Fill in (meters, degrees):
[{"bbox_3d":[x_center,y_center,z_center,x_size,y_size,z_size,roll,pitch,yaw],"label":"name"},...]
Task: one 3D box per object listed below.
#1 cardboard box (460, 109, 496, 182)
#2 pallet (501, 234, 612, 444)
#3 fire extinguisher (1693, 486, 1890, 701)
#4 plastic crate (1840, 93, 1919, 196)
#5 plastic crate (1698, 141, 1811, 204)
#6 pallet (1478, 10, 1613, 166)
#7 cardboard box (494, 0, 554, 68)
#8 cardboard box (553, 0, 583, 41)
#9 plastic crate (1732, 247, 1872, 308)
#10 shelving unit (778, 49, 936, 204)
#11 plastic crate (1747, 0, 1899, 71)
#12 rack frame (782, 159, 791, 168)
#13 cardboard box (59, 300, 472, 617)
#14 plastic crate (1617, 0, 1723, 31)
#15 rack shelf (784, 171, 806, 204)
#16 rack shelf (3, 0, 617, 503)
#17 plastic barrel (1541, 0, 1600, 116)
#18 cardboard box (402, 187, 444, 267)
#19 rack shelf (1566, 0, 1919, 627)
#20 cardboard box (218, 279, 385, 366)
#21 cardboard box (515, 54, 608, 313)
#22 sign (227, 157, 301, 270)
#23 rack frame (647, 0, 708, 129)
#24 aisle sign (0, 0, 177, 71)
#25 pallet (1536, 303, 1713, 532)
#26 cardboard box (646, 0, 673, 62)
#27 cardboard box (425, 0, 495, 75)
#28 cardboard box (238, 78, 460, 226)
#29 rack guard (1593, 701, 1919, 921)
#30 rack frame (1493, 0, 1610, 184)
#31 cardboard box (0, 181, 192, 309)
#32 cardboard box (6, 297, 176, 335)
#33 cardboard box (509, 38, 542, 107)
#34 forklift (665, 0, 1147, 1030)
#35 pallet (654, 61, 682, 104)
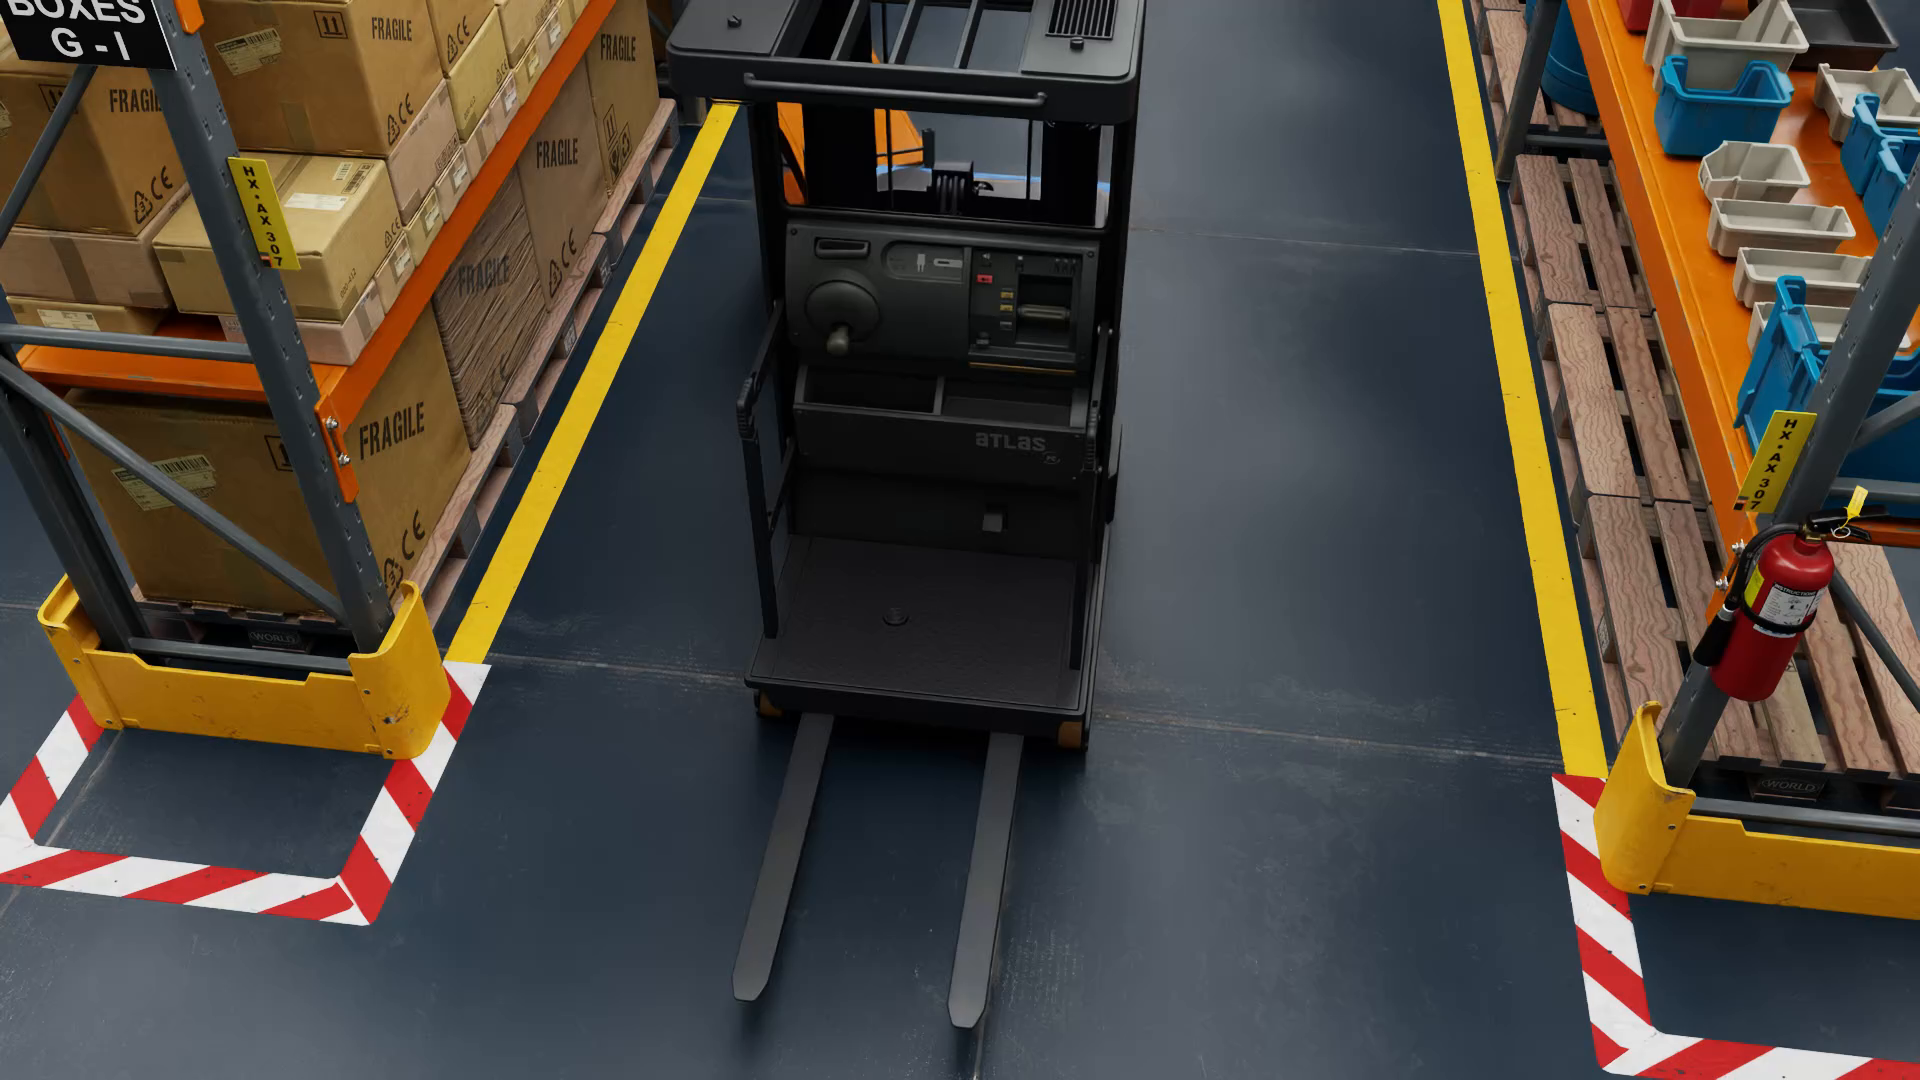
[{"bbox_3d":[-1.822,-1.365,5.693,0.380,0.149,0.250,4,44,5],"label":"cardboard box"},{"bbox_3d":[-2.138,-0.912,7.060,1.003,0.211,1.213,5,44,6],"label":"pallet"},{"bbox_3d":[2.109,0.132,4.257,0.296,0.674,0.183,5,44,6],"label":"fire extinguisher"},{"bbox_3d":[3.152,-1.295,5.514,0.416,0.233,0.300,5,44,6],"label":"plastic crate"},{"bbox_3d":[2.594,-1.183,5.466,0.298,0.136,0.250,5,44,6],"label":"plastic crate"},{"bbox_3d":[3.252,-2.329,8.556,1.003,0.211,1.213,5,44,6],"label":"pallet"},{"bbox_3d":[-1.803,-1.953,6.024,0.500,0.250,0.500,4,44,5],"label":"cardboard box"},{"bbox_3d":[-1.686,-2.065,6.432,0.380,0.149,0.250,5,44,5],"label":"cardboard box"},{"bbox_3d":[2.560,-0.788,5.049,0.396,0.136,0.243,5,44,6],"label":"plastic crate"},{"bbox_3d":[-0.481,-1.429,6.942,0.538,1.125,1.048,-12,45,-12],"label":"shelving unit"},{"bbox_3d":[3.226,-1.954,6.289,0.437,0.125,0.590,5,44,6],"label":"plastic crate"},{"bbox_3d":[-0.626,-1.764,7.295,0.500,1.125,0.032,-12,45,-12],"label":"rack frame"},{"bbox_3d":[-2.325,-0.368,5.697,0.875,0.875,0.875,5,44,6],"label":"cardboard box"},{"bbox_3d":[2.742,-2.279,6.385,0.402,0.464,0.583,5,44,6],"label":"plastic crate"},{"bbox_3d":[-0.481,-1.252,7.110,0.538,0.278,1.000,-12,45,-12],"label":"rack shelf"},{"bbox_3d":[-2.066,-1.646,6.329,1.077,0.370,4.000,5,44,6],"label":"rack shelf"},{"bbox_3d":[3.197,-2.579,8.013,0.600,0.901,0.708,5,44,6],"label":"plastic barrel"},{"bbox_3d":[-1.890,-1.014,5.322,0.380,0.149,0.250,4,44,5],"label":"cardboard box"},{"bbox_3d":[2.844,-1.195,5.854,1.077,0.370,4.000,5,44,6],"label":"rack shelf"},{"bbox_3d":[-1.956,-0.664,4.953,0.380,0.149,0.250,6,44,6],"label":"cardboard box"},{"bbox_3d":[-2.087,-1.595,6.993,0.875,0.875,0.875,5,44,6],"label":"cardboard box"},{"bbox_3d":[-1.781,-0.832,4.260,0.100,0.325,0.005,5,44,6],"label":"sign"},{"bbox_3d":[-1.801,-3.270,7.522,1.000,3.000,0.127,5,44,6],"label":"rack frame"},{"bbox_3d":[-2.042,-1.411,3.668,0.394,0.787,0.004,5,44,6],"label":"aisle sign"},{"bbox_3d":[2.891,-0.469,6.591,1.003,0.211,1.213,5,44,6],"label":"pallet"},{"bbox_3d":[-1.737,-3.089,8.570,1.225,0.875,0.875,5,44,6],"label":"cardboard box"},{"bbox_3d":[-1.870,-1.867,5.387,0.500,0.500,0.500,4,44,4],"label":"cardboard box"},{"bbox_3d":[-1.937,-1.255,5.286,0.500,0.250,0.500,5,44,5],"label":"cardboard box"},{"bbox_3d":[2.589,0.832,5.008,1.175,0.500,0.348,5,44,6],"label":"rack guard"},{"bbox_3d":[3.108,-2.820,7.046,1.000,3.000,0.127,5,44,6],"label":"rack frame"},{"bbox_3d":[-2.529,-0.952,4.966,0.500,0.250,0.500,5,44,5],"label":"cardboard box"},{"bbox_3d":[-2.609,-0.725,5.017,0.380,0.149,0.250,6,44,6],"label":"cardboard box"},{"bbox_3d":[-1.754,-1.713,6.060,0.380,0.149,0.250,4,44,4],"label":"cardboard box"},{"bbox_3d":[-0.086,-0.635,4.789,1.130,2.935,3.031,5,44,6],"label":"forklift"},{"bbox_3d":[-1.774,-2.790,9.043,1.003,0.211,1.213,5,44,6],"label":"pallet"}]
